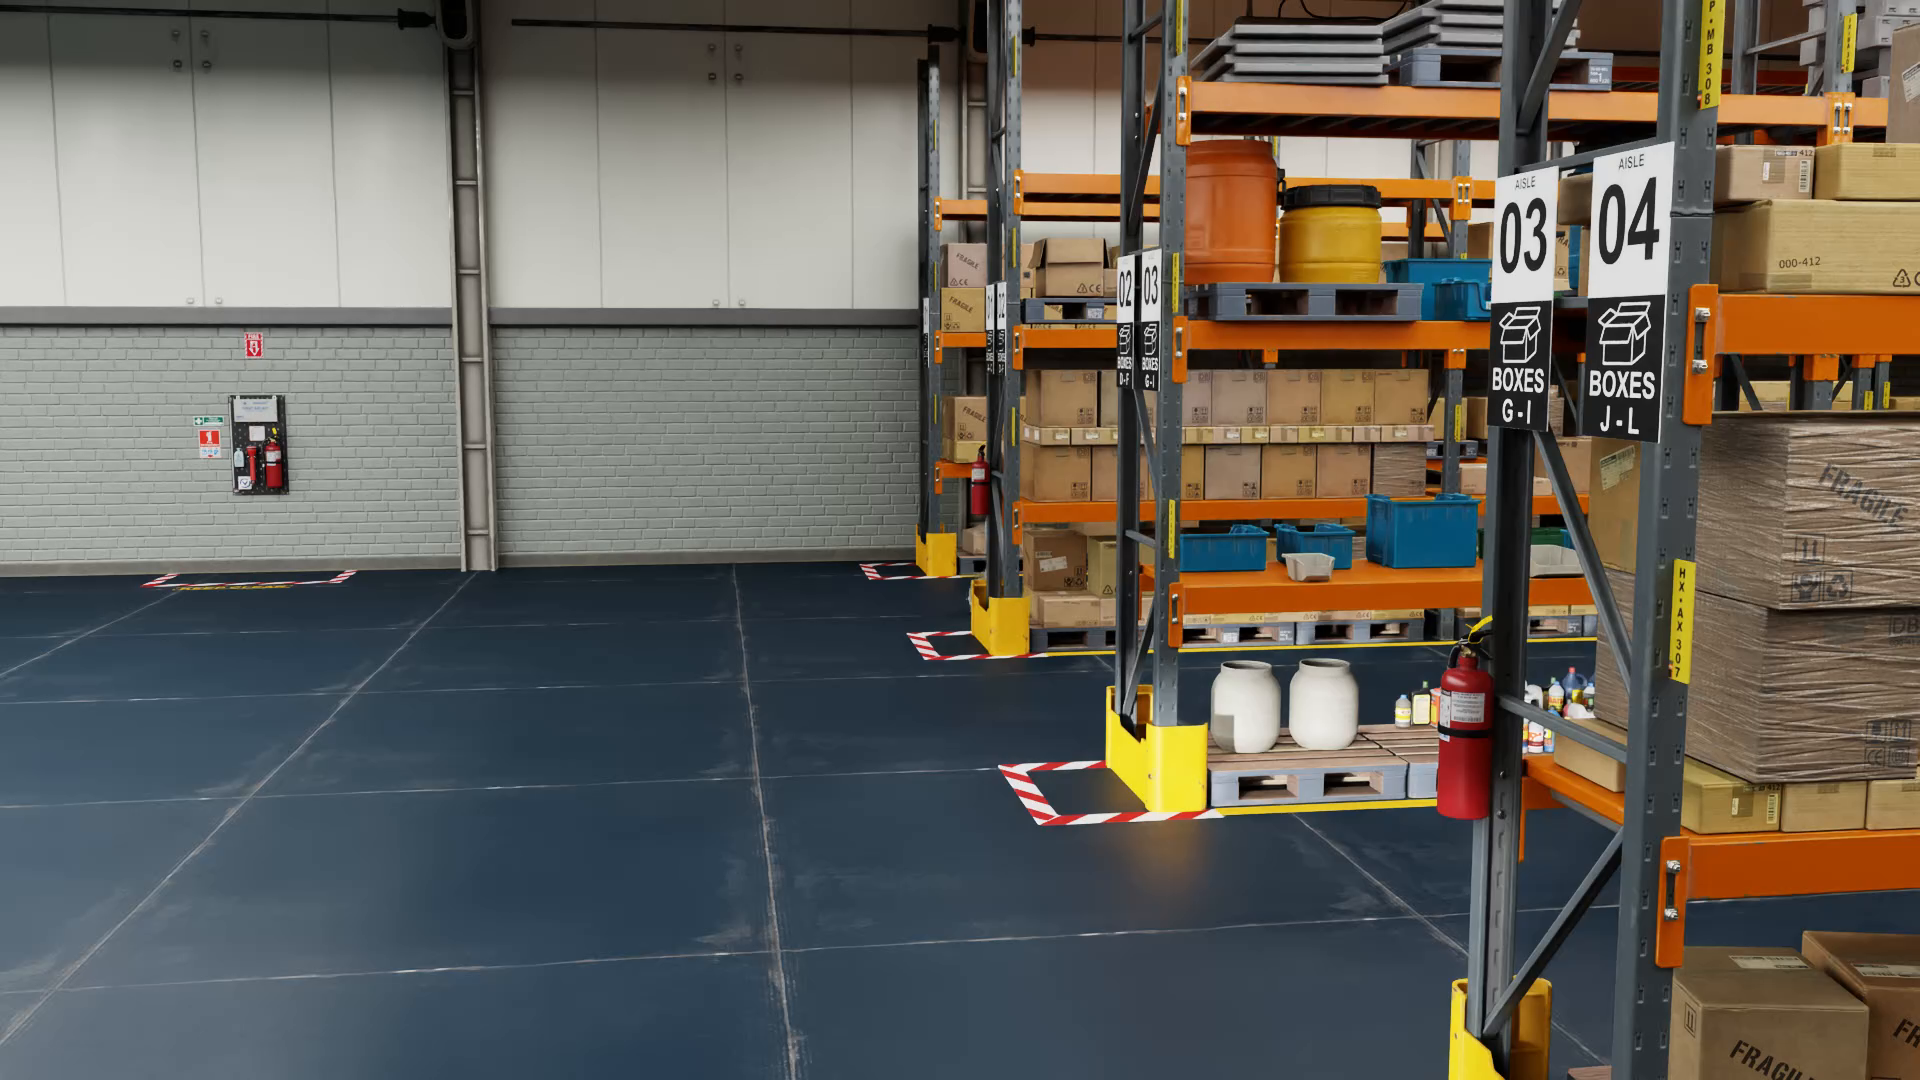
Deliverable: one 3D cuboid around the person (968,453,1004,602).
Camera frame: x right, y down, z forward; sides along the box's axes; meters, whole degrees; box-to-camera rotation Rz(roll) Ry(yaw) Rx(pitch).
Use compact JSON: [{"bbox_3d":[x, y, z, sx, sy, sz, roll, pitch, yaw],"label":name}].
[{"bbox_3d":[0.346,-0.065,16.532,0.526,1.597,0.436,1,7,8],"label":"person"}]
